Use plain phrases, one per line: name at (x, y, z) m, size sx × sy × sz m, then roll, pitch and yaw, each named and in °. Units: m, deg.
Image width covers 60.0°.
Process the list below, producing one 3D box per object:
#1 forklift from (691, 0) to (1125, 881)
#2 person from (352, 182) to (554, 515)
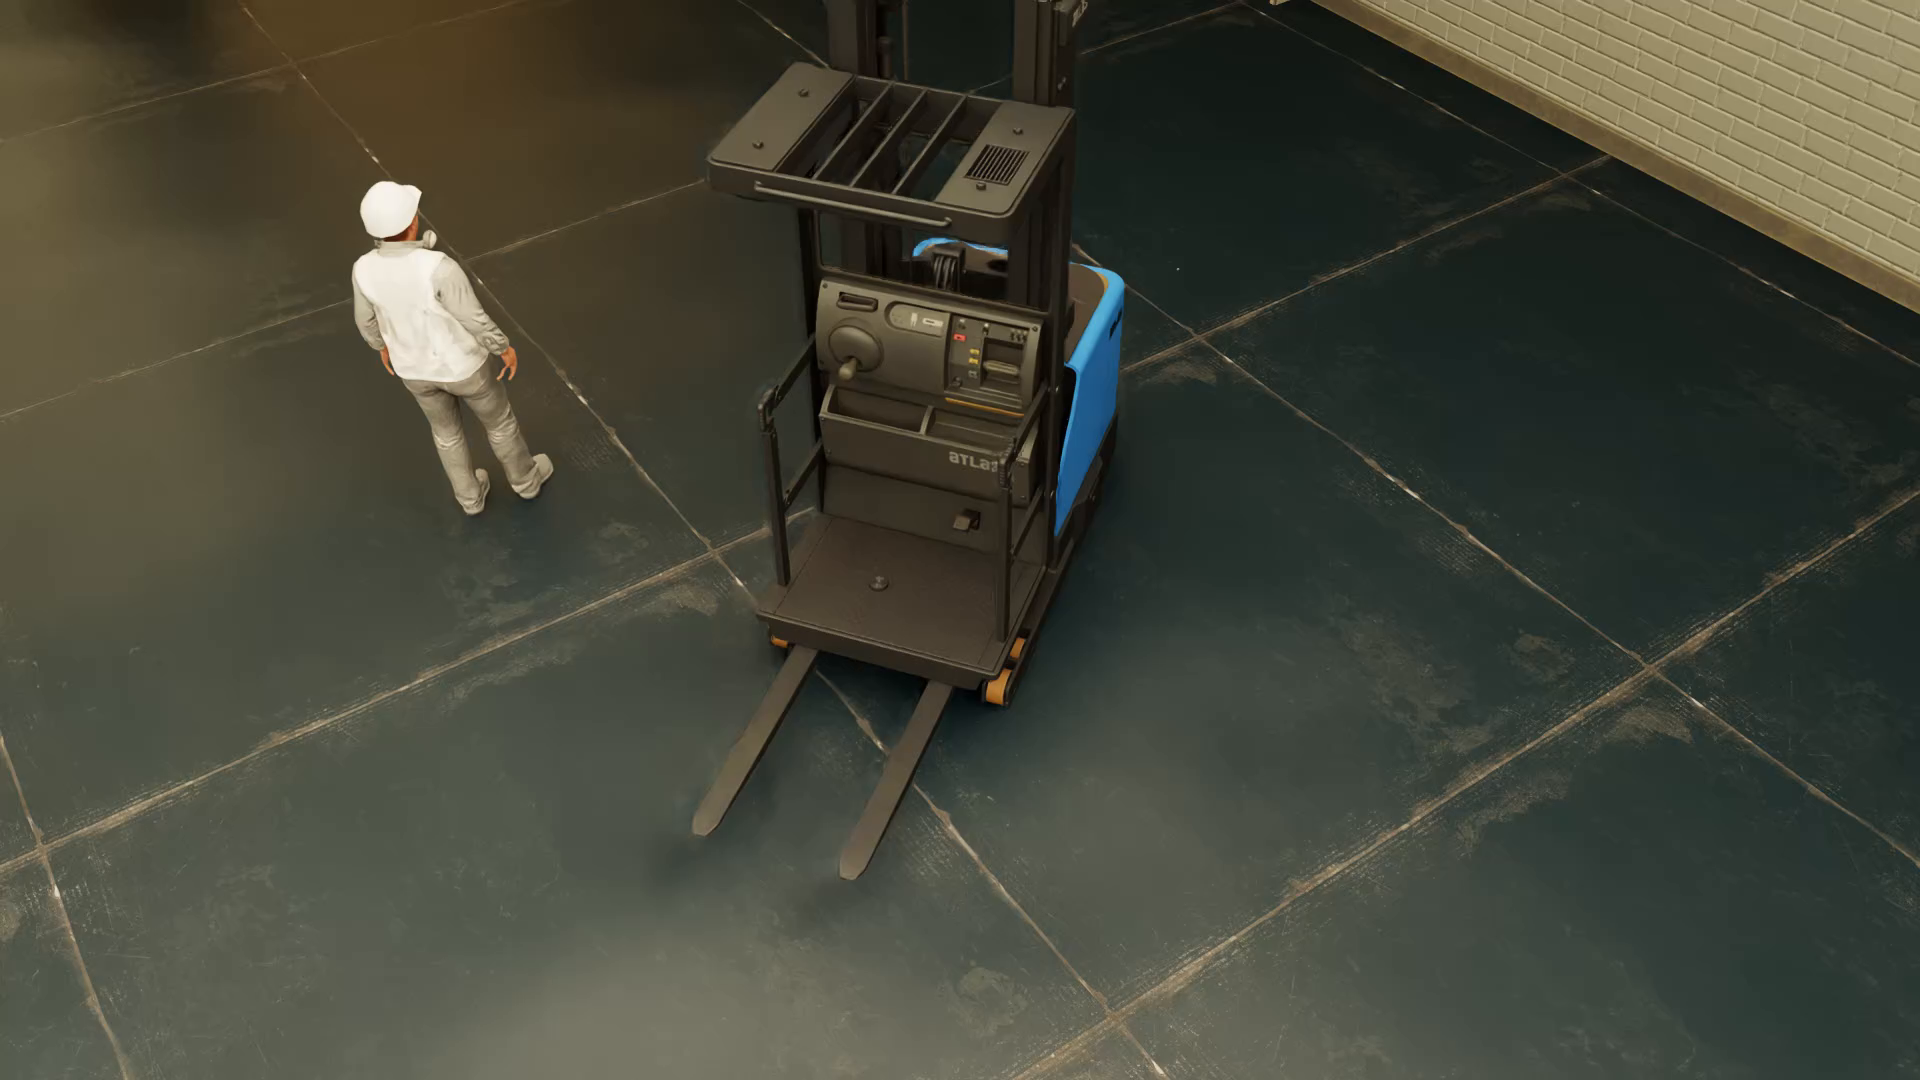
forklift at (-0.202, -0.689, 6.463) m, size 1.130 × 2.935 × 3.031 m, roll 14°, pitch 44°, yaw 14°
person at (-2.312, -0.874, 7.515) m, size 0.656 × 1.779 × 0.559 m, roll 4°, pitch 43°, yaw 5°
